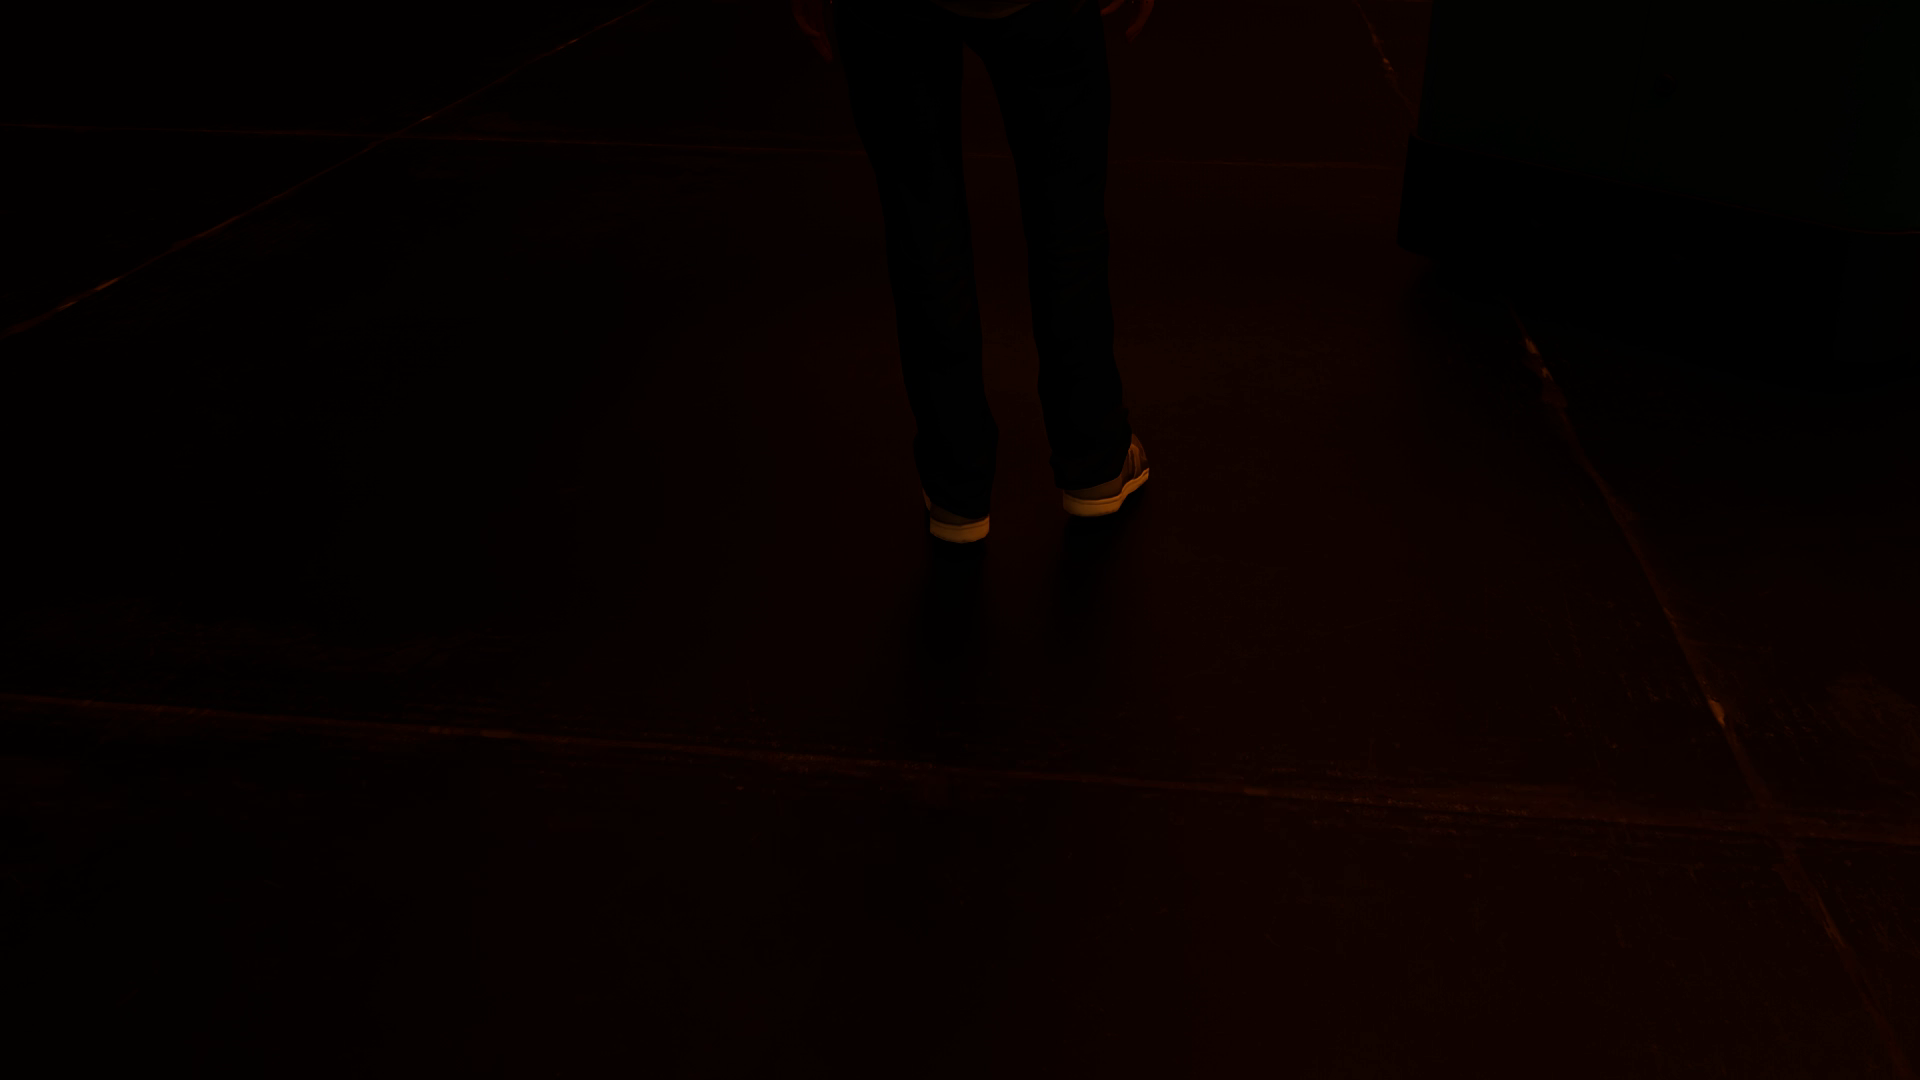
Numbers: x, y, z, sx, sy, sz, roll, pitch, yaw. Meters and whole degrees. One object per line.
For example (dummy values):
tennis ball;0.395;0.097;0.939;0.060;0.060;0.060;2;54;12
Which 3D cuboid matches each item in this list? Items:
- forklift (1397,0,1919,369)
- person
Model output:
forklift;2.404;-2.157;3.540;3.031;2.935;1.130;-21;33;-36
person;0.024;-0.754;2.205;0.520;1.599;0.473;3;27;7
